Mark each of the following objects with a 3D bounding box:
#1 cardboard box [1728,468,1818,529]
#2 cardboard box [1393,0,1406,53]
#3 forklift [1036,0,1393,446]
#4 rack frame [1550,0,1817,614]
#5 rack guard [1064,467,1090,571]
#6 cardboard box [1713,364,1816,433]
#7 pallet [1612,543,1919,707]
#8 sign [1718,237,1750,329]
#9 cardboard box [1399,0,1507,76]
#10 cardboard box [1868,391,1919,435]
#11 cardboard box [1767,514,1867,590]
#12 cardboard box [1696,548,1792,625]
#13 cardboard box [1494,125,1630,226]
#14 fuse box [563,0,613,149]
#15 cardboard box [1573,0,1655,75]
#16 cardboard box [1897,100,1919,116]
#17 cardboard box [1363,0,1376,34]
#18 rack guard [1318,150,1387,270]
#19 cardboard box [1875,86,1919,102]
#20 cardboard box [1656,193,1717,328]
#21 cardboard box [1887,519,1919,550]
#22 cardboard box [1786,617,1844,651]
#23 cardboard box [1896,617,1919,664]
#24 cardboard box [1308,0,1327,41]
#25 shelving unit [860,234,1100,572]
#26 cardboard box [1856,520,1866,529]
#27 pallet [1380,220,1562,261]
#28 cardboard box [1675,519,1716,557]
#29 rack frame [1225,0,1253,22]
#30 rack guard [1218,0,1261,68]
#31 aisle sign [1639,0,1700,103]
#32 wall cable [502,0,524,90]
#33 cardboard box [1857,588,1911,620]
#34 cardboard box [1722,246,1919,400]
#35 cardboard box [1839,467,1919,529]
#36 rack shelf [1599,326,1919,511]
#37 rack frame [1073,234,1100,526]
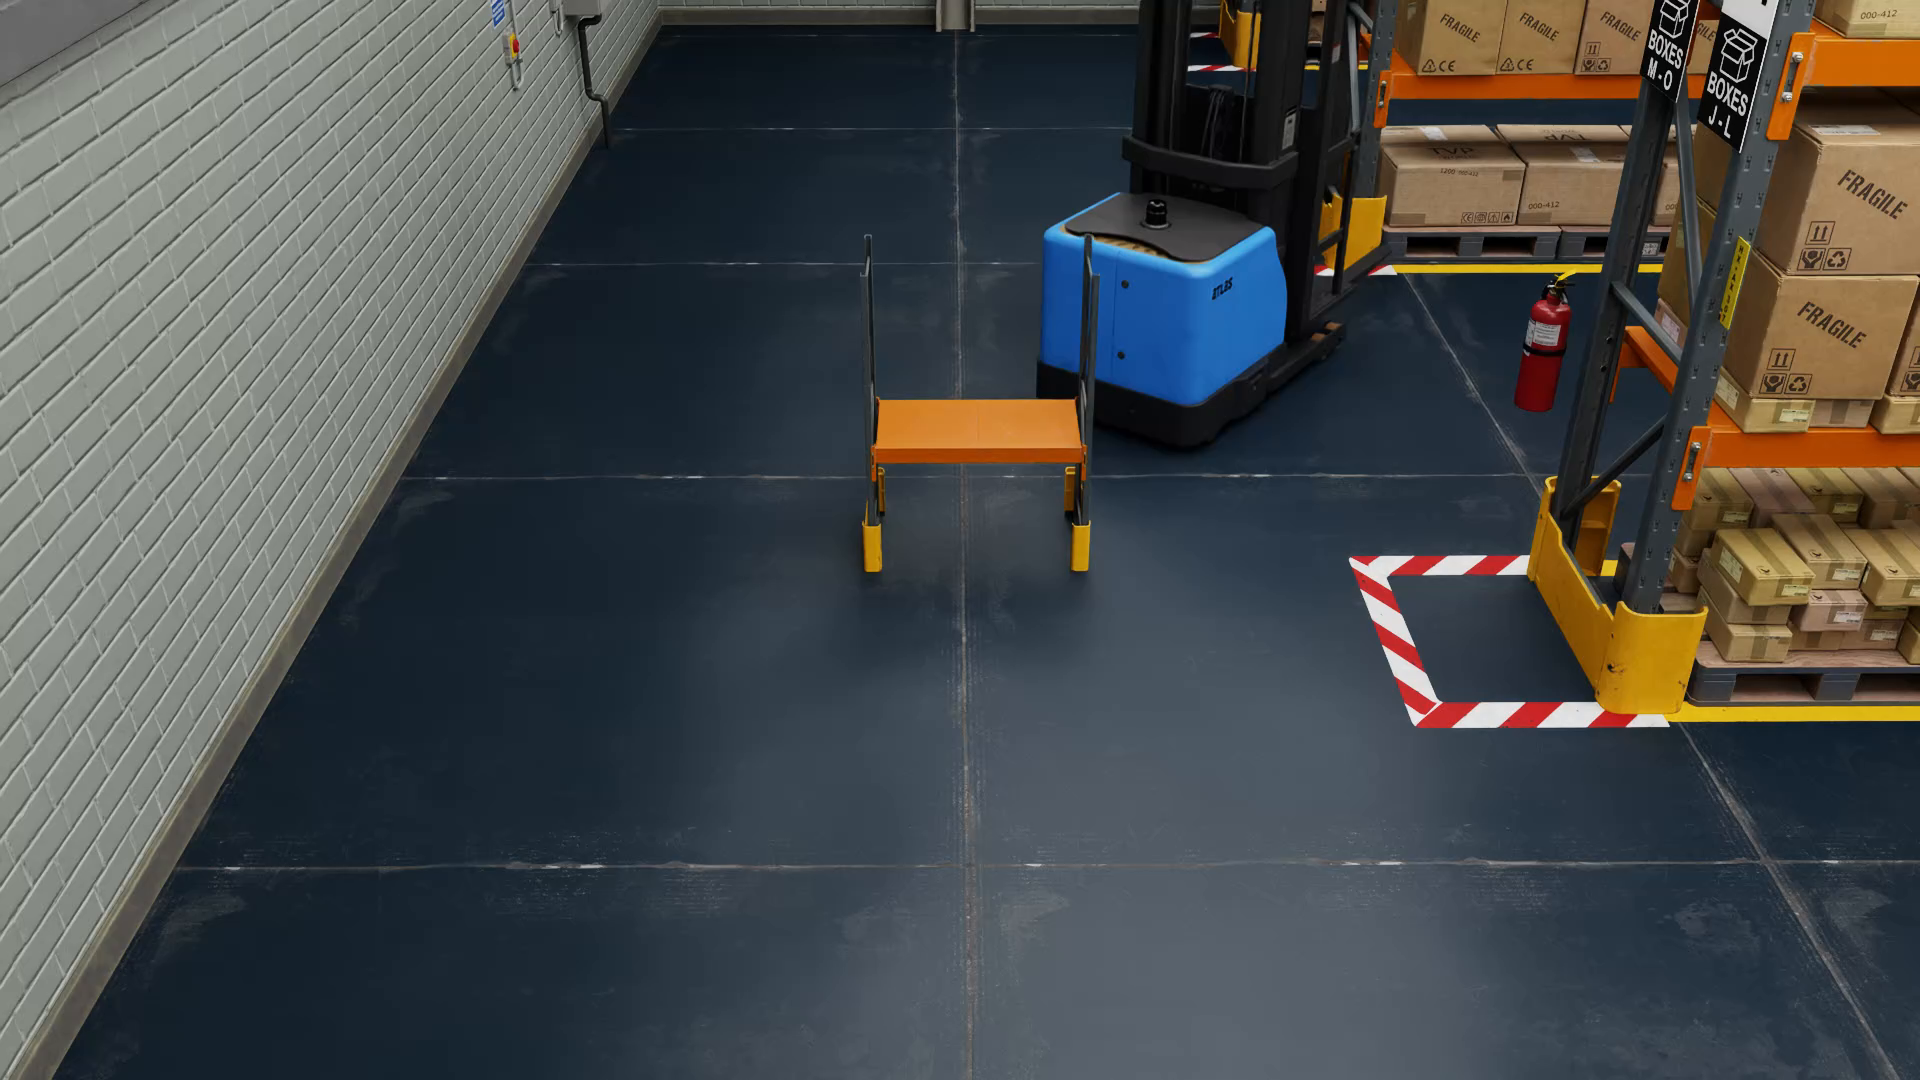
[{"bbox_3d":[3.599,-0.168,7.405,0.250,0.149,0.380,0,31,1],"label":"cardboard box"},{"bbox_3d":[3.169,-3.597,11.191,0.500,0.500,0.500,0,31,0],"label":"cardboard box"},{"bbox_3d":[1.706,-2.468,9.491,1.130,2.935,3.031,21,37,30],"label":"forklift"},{"bbox_3d":[2.819,-0.849,6.757,0.127,3.000,1.000,0,31,0],"label":"rack frame"},{"bbox_3d":[0.574,-0.109,8.188,0.087,0.250,0.587,0,31,0],"label":"rack guard"},{"bbox_3d":[3.145,-0.572,6.543,0.250,0.149,0.380,0,31,-1],"label":"cardboard box"},{"bbox_3d":[3.708,0.359,7.455,1.213,0.211,1.003,0,31,0],"label":"pallet"},{"bbox_3d":[2.823,-0.937,6.068,0.005,0.325,0.100,0,31,0],"label":"sign"},{"bbox_3d":[3.170,-3.311,10.719,0.500,0.500,0.500,0,31,-1],"label":"cardboard box"},{"bbox_3d":[3.669,-0.568,6.536,0.250,0.149,0.380,-1,31,-2],"label":"cardboard box"},{"bbox_3d":[3.620,0.048,7.050,0.250,0.149,0.380,0,31,1],"label":"cardboard box"},{"bbox_3d":[3.345,0.195,7.094,0.250,0.149,0.380,1,31,2],"label":"cardboard box"},{"bbox_3d":[4.263,-2.561,11.645,0.875,0.438,0.875,1,31,1],"label":"cardboard box"},{"bbox_3d":[-2.817,-3.925,13.070,0.414,1.711,0.539,0,31,0],"label":"fuse box"},{"bbox_3d":[4.185,-3.320,10.733,0.500,0.500,0.500,0,31,-1],"label":"cardboard box"},{"bbox_3d":[3.775,-1.315,6.178,0.500,0.500,0.500,1,31,1],"label":"cardboard box"},{"bbox_3d":[4.122,-5.037,15.665,0.500,0.500,0.700,1,31,2],"label":"cardboard box"},{"bbox_3d":[2.665,-2.347,11.637,0.348,0.500,1.175,0,31,0],"label":"rack guard"},{"bbox_3d":[3.782,-1.578,6.612,0.500,0.500,0.500,-1,31,-2],"label":"cardboard box"},{"bbox_3d":[3.267,-1.153,6.876,0.500,0.500,0.500,0,31,1],"label":"cardboard box"},{"bbox_3d":[4.121,0.070,7.013,0.250,0.149,0.380,-2,31,-3],"label":"cardboard box"},{"bbox_3d":[3.607,0.312,7.188,0.250,0.149,0.380,0,31,0],"label":"cardboard box"},{"bbox_3d":[4.111,0.364,7.103,0.250,0.149,0.380,0,31,0],"label":"cardboard box"},{"bbox_3d":[3.267,-5.056,15.693,0.637,0.503,0.797,-1,31,-2],"label":"cardboard box"},{"bbox_3d":[0.076,-0.641,7.861,1.083,1.500,0.587,0,31,0],"label":"shelving unit"},{"bbox_3d":[4.135,-0.036,7.475,0.250,0.149,0.380,-1,31,-1],"label":"cardboard box"},{"bbox_3d":[3.488,-2.267,11.783,1.213,0.211,1.003,0,31,0],"label":"pallet"},{"bbox_3d":[3.346,-0.086,7.557,0.250,0.149,0.380,-1,31,-2],"label":"cardboard box"},{"bbox_3d":[2.655,-5.991,15.232,0.127,3.000,1.000,0,31,0],"label":"rack frame"},{"bbox_3d":[2.731,-4.922,15.881,0.348,0.500,1.175,0,31,0],"label":"rack guard"},{"bbox_3d":[2.745,-2.115,6.339,0.004,0.787,0.394,0,31,0],"label":"aisle sign"},{"bbox_3d":[-2.950,-3.834,10.668,0.123,1.953,0.585,0,31,0],"label":"wall cable"},{"bbox_3d":[3.863,0.177,7.124,0.250,0.149,0.380,0,31,0],"label":"cardboard box"},{"bbox_3d":[3.270,-0.877,6.420,0.500,0.500,0.500,1,31,2],"label":"cardboard box"},{"bbox_3d":[4.116,-0.202,7.462,0.250,0.149,0.380,-1,31,-2],"label":"cardboard box"},{"bbox_3d":[4.819,-0.547,6.954,4.000,0.370,1.077,0,31,0],"label":"rack shelf"},{"bbox_3d":[0.594,-0.643,7.864,0.032,1.500,0.500,0,31,0],"label":"rack frame"}]
